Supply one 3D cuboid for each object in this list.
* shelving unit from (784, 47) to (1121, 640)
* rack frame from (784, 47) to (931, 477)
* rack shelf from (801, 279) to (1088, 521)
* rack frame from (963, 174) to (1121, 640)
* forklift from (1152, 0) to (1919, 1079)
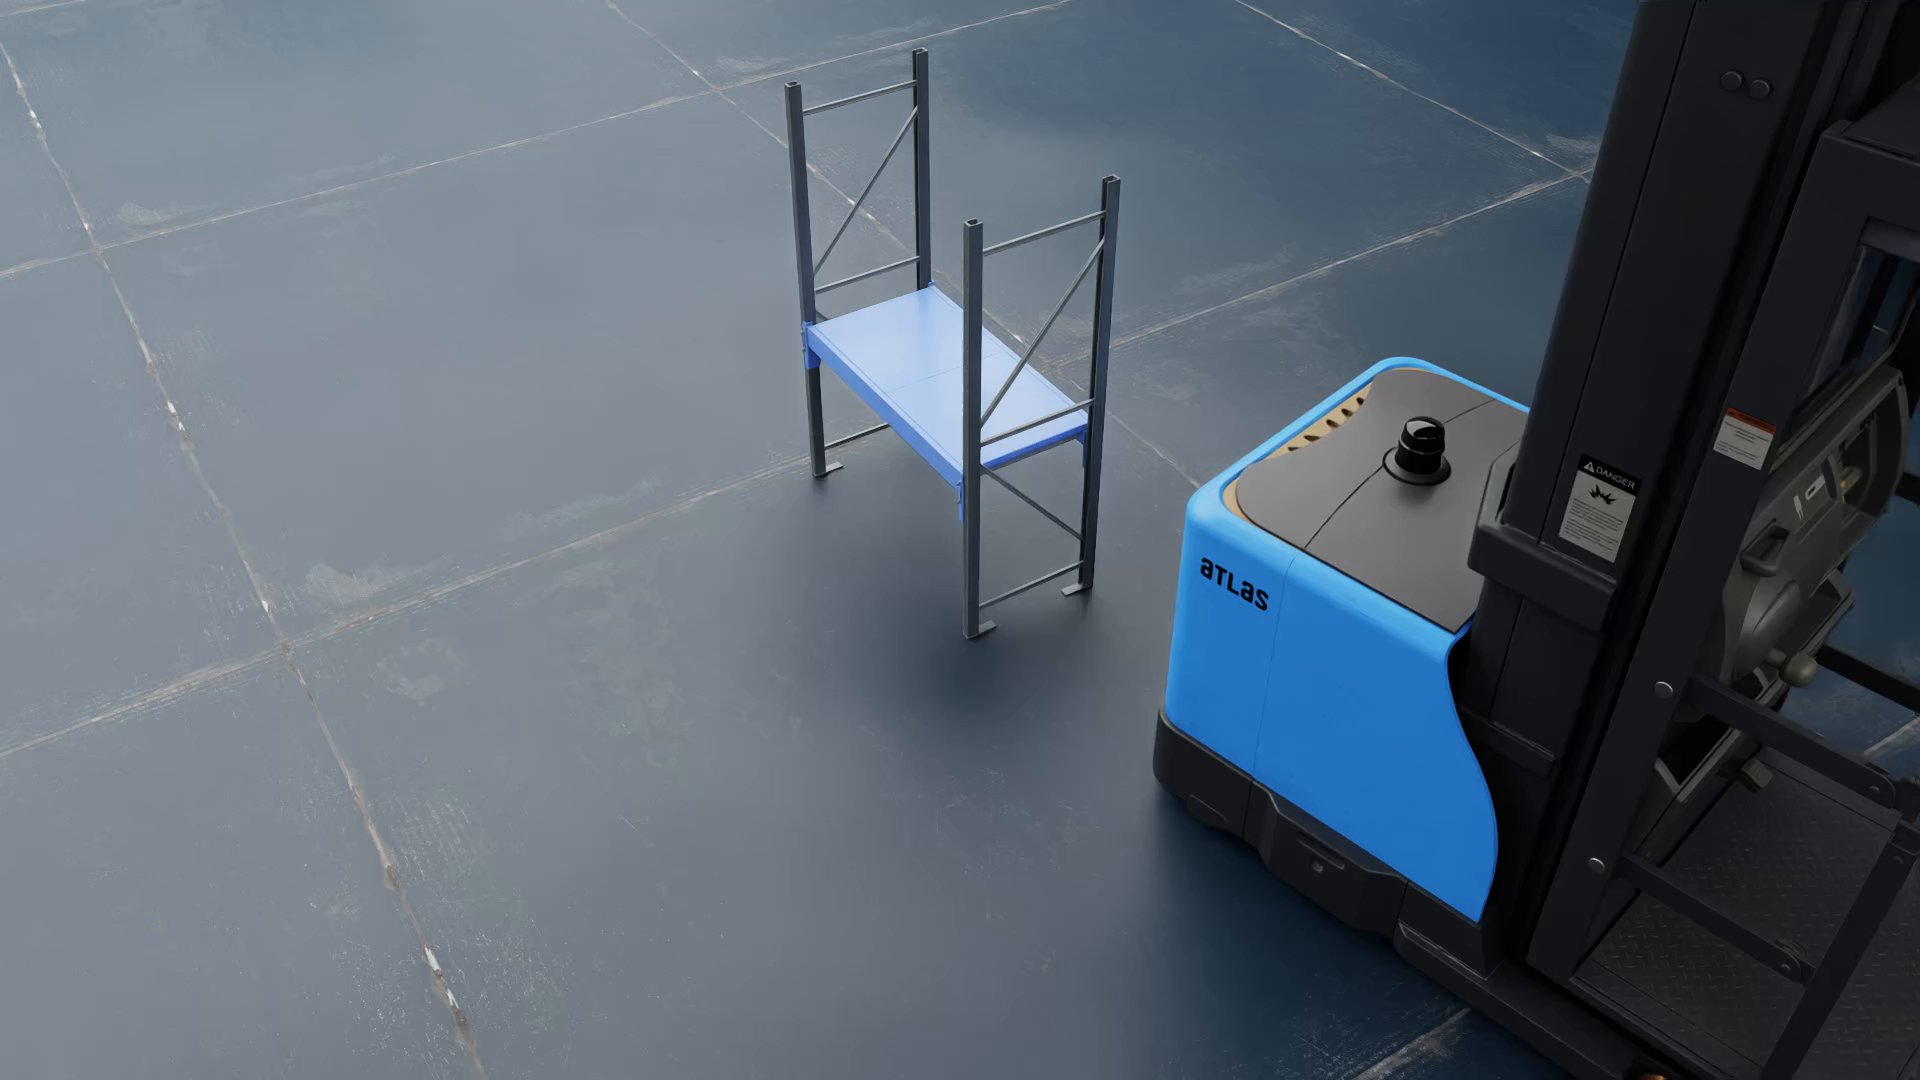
[{"bbox_3d":[-0.046,-0.622,5.325,0.538,1.500,1.048,-22,45,-24],"label":"shelving unit"},{"bbox_3d":[-0.319,-0.897,5.654,0.500,1.500,0.032,-22,45,-24],"label":"rack frame"},{"bbox_3d":[-0.046,-0.484,5.440,0.538,0.185,1.000,-22,45,-24],"label":"rack shelf"},{"bbox_3d":[0.227,-0.348,4.996,0.500,1.500,0.032,-22,45,-24],"label":"rack frame"},{"bbox_3d":[1.964,0.034,3.419,3.031,2.935,1.130,32,49,33],"label":"forklift"}]
